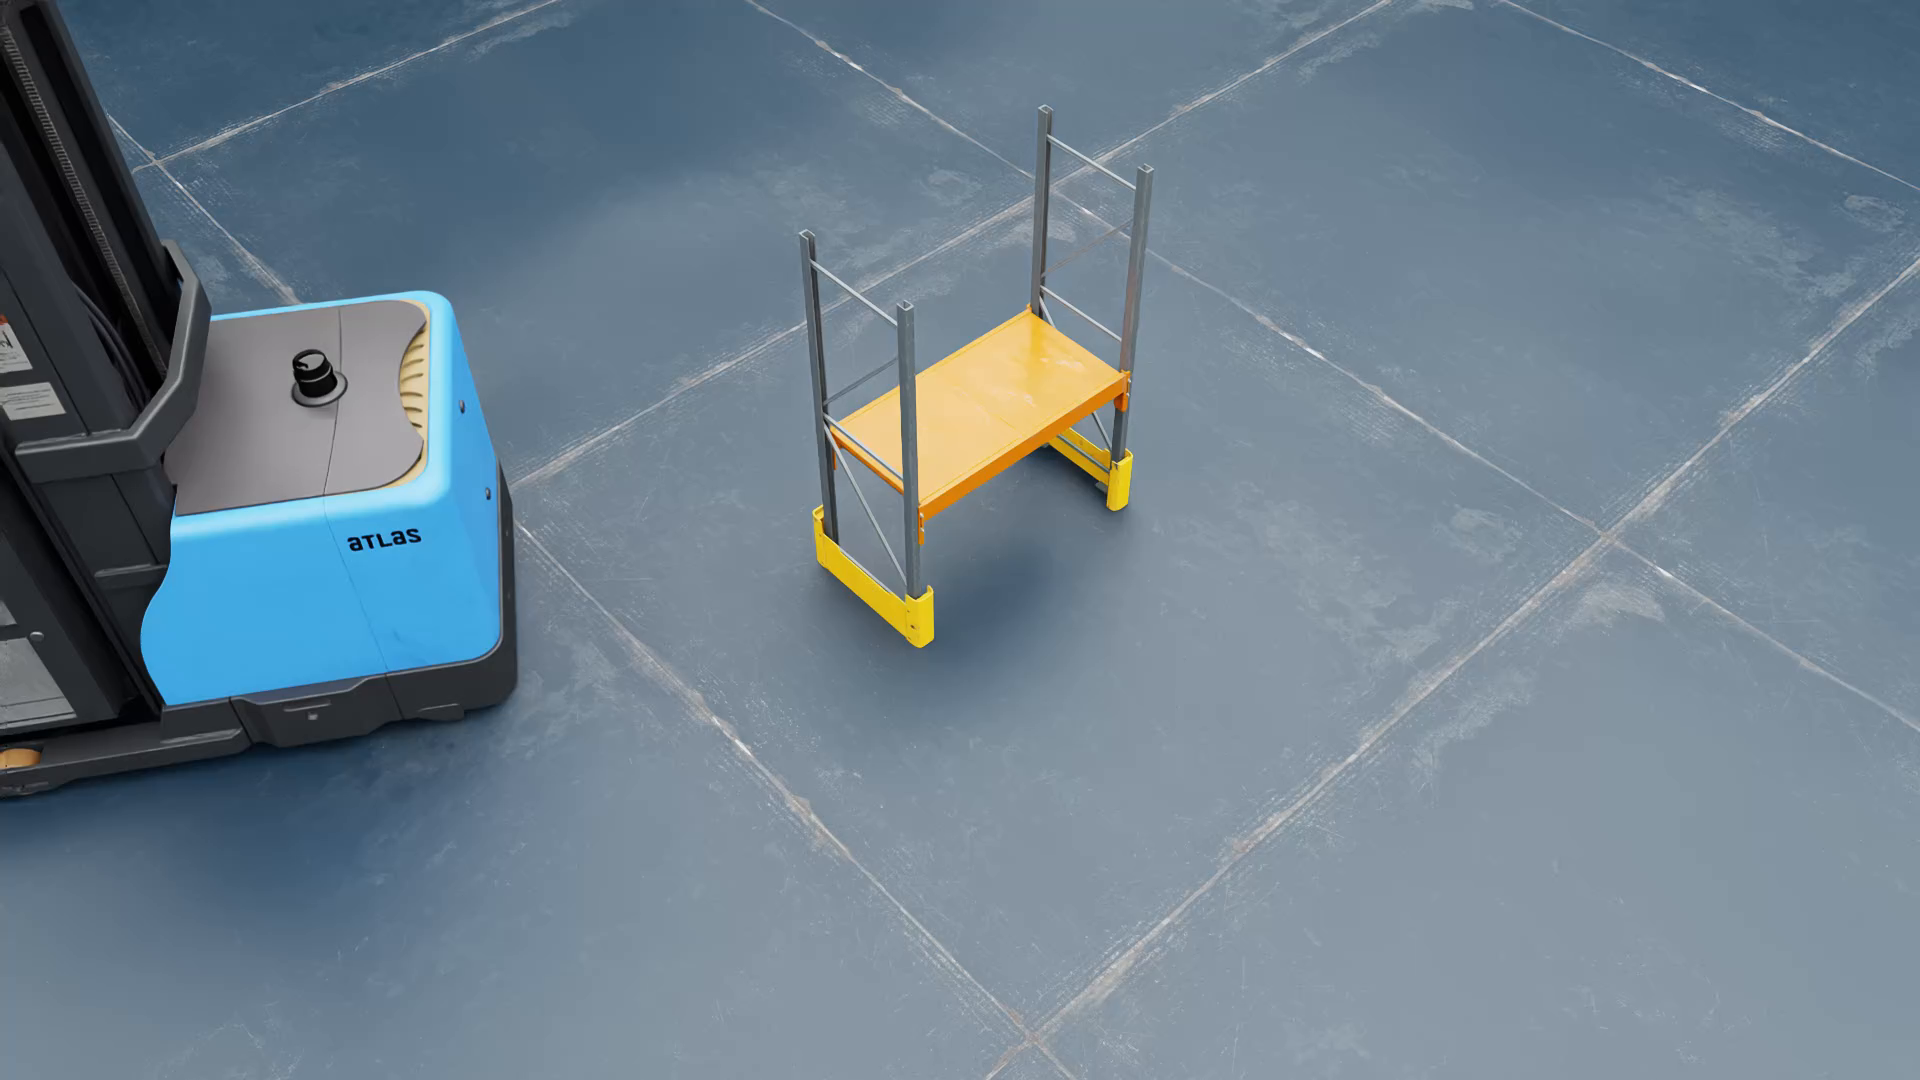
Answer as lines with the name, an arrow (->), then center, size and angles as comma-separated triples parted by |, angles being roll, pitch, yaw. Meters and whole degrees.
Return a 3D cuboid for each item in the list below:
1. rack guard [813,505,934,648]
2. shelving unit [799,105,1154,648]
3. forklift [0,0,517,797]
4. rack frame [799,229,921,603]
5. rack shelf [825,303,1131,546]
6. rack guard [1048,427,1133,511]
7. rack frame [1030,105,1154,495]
rack guard -> -0.312, 0.124, 5.966 | 0.087, 0.250, 0.587 | -34, 56, -27
shelving unit -> 0.056, -0.546, 5.734 | 1.083, 1.500, 0.587 | -34, 56, -27
forklift -> -3.089, -0.553, 4.766 | 3.031, 2.935, 1.130 | -8, 48, -8
rack frame -> -0.313, -0.299, 5.506 | 0.032, 1.500, 0.500 | -34, 56, -27
rack shelf -> 0.063, -0.429, 5.870 | 1.000, 0.185, 0.538 | -34, 56, -27
rack guard -> 0.425, -0.369, 6.420 | 0.087, 0.250, 0.587 | -34, 56, -27
rack frame -> 0.439, -0.802, 5.970 | 0.032, 1.500, 0.500 | -34, 56, -27
